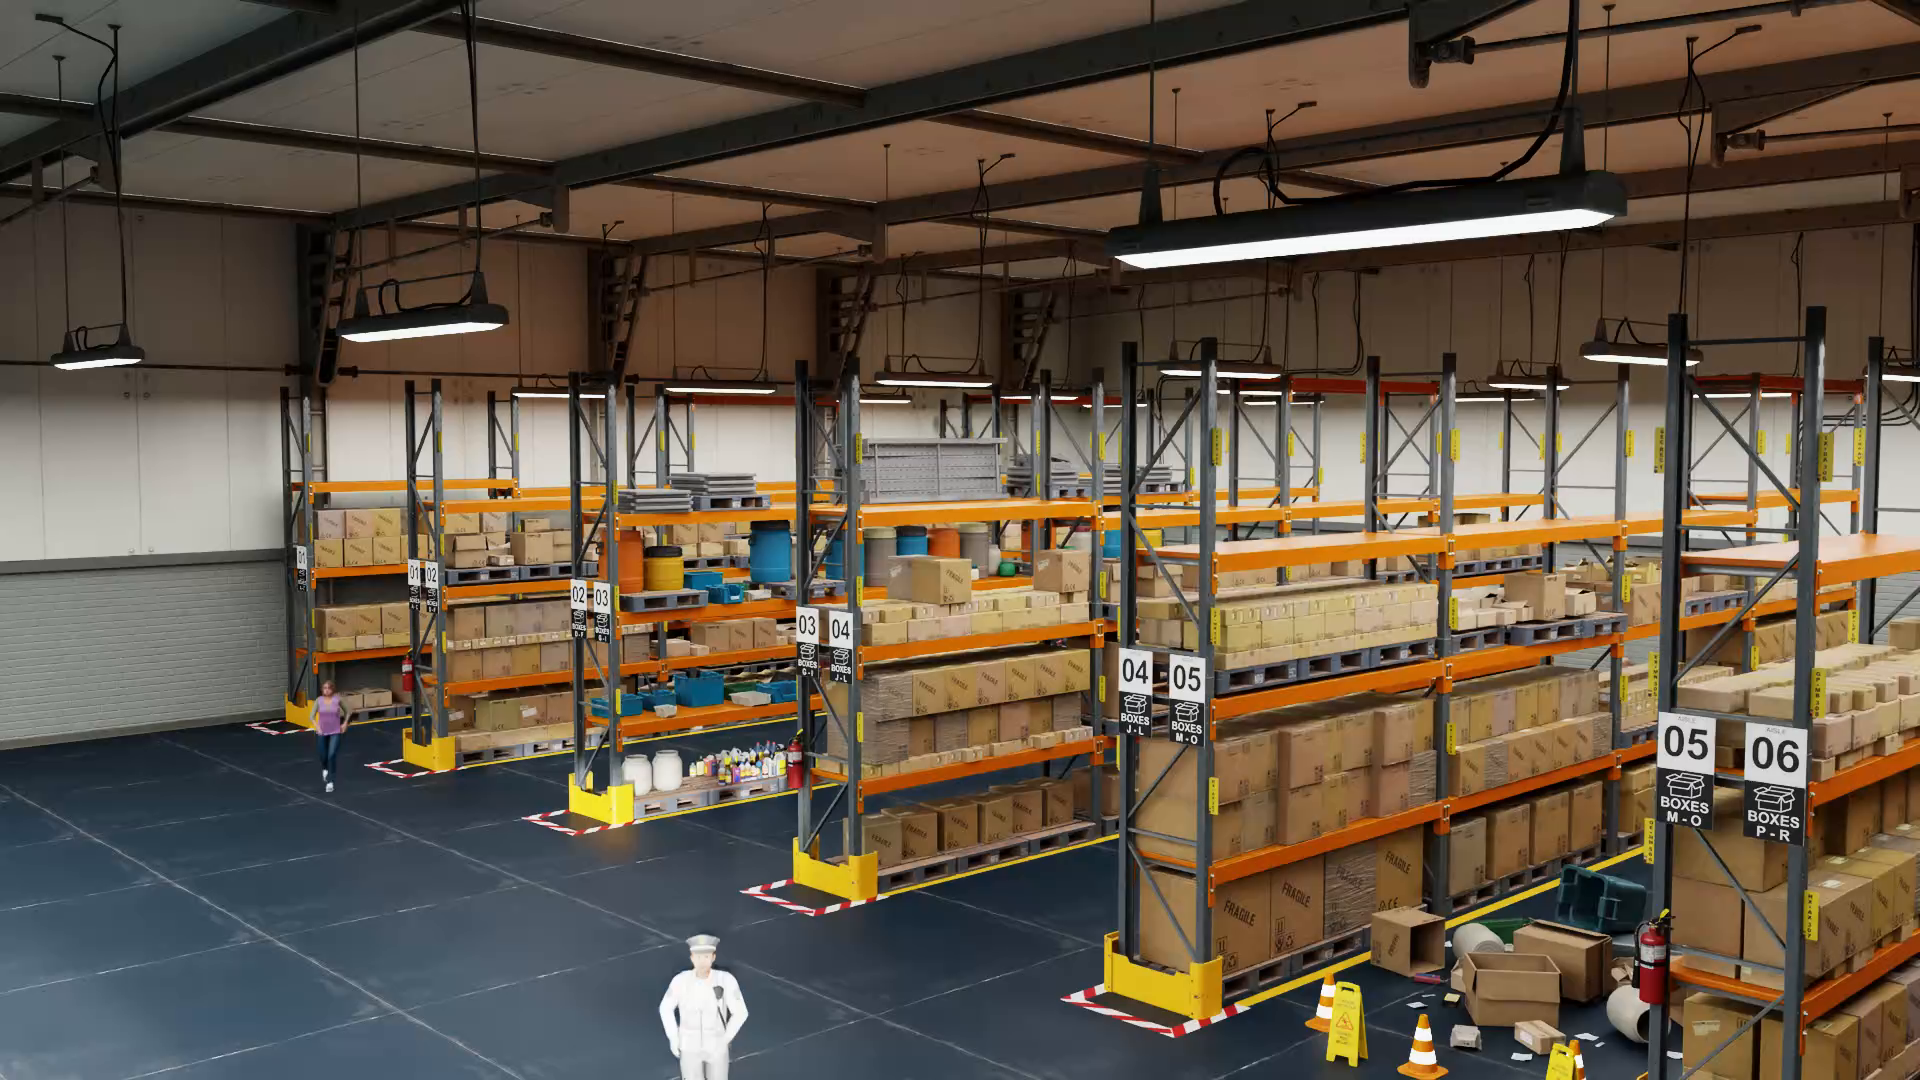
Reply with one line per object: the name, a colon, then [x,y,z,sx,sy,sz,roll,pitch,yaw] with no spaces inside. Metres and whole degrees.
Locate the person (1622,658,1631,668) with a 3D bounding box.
person: [10.161,2.668,25.426,0.752,1.734,0.741,-3,5,-36]

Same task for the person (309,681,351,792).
person: [-9.183,2.834,24.260,0.566,1.593,0.680,-1,4,-15]

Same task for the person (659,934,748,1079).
person: [-1.809,3.583,11.719,0.627,1.682,0.641,0,4,-4]
